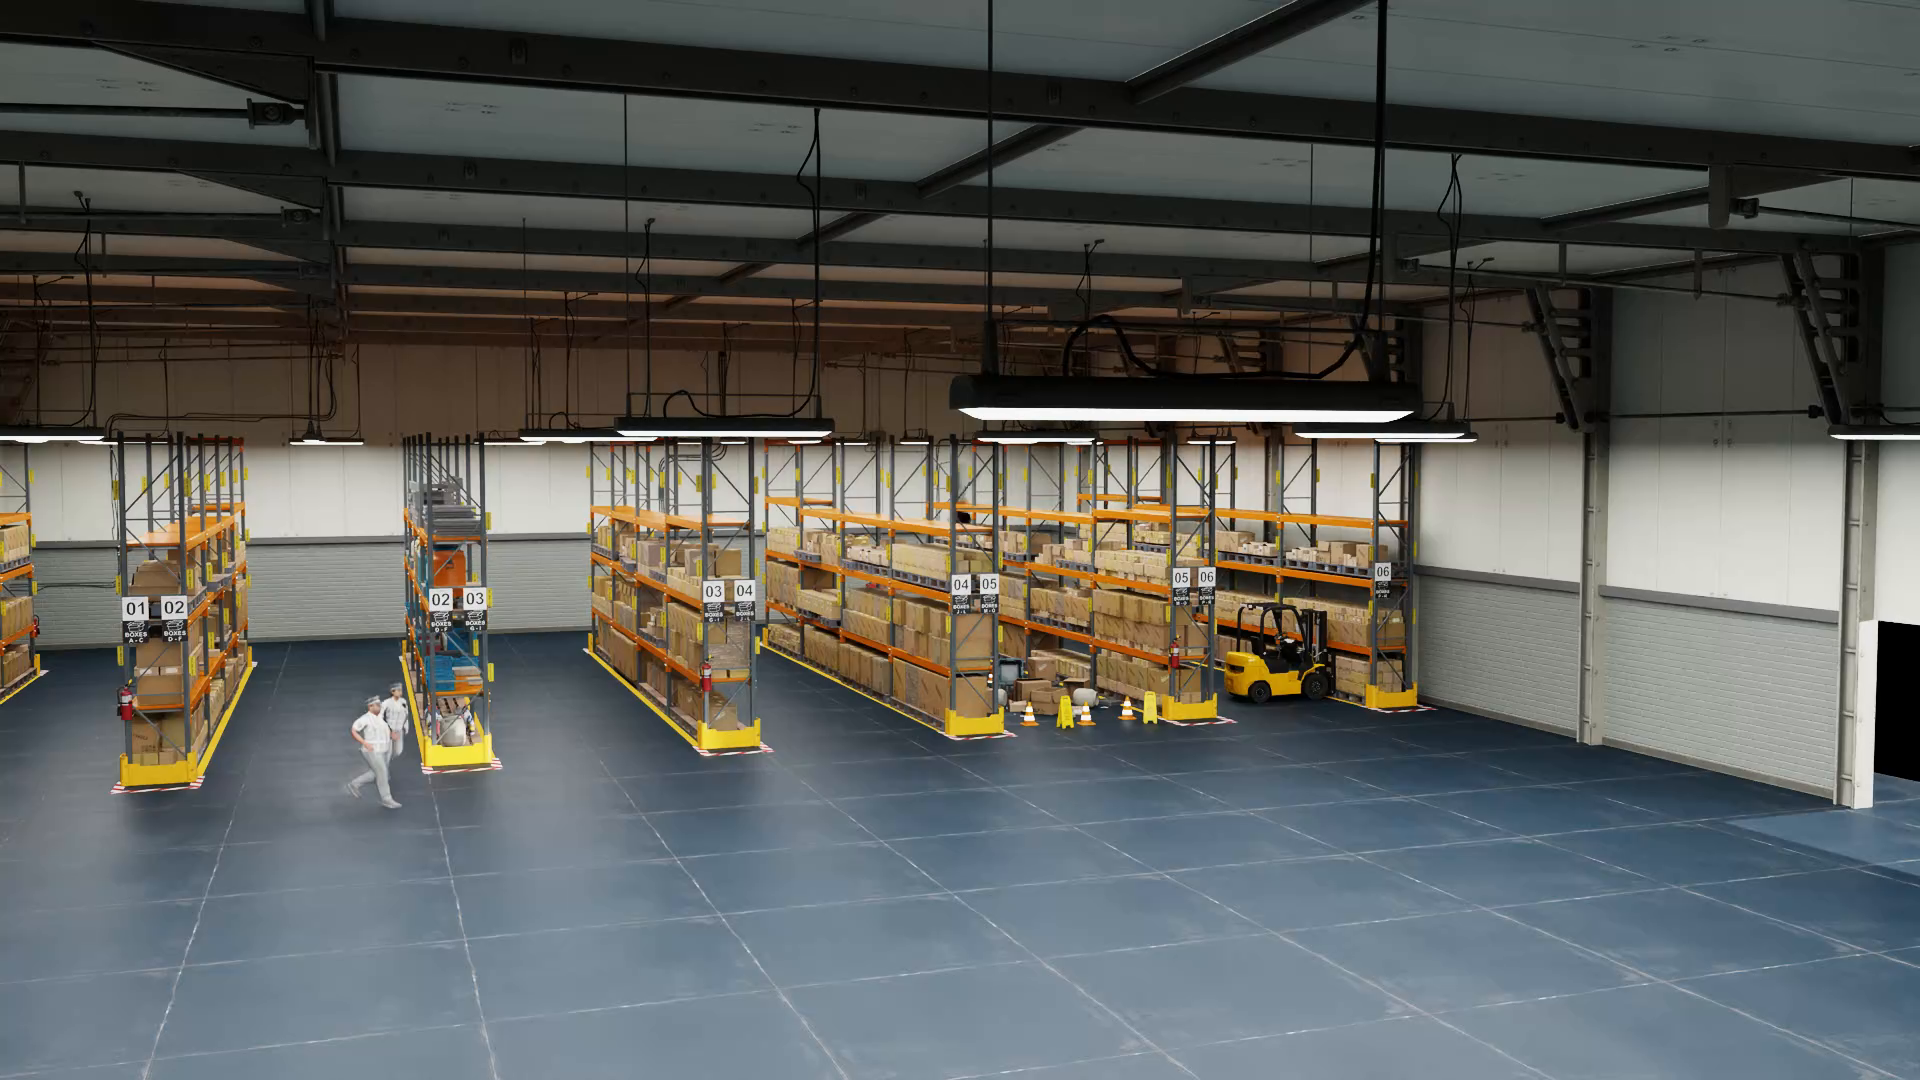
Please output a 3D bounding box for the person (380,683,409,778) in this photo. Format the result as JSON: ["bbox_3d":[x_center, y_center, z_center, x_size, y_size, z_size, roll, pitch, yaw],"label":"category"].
[{"bbox_3d":[-9.919,3.309,29.071,0.660,1.636,0.519,-3,4,-44],"label":"person"}]

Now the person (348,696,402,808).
[{"bbox_3d":[-9.338,3.370,26.523,0.914,1.791,0.664,0,3,7],"label":"person"}]

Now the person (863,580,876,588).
[{"bbox_3d":[-2.940,1.975,52.502,0.660,1.677,0.595,3,4,44],"label":"person"}]
